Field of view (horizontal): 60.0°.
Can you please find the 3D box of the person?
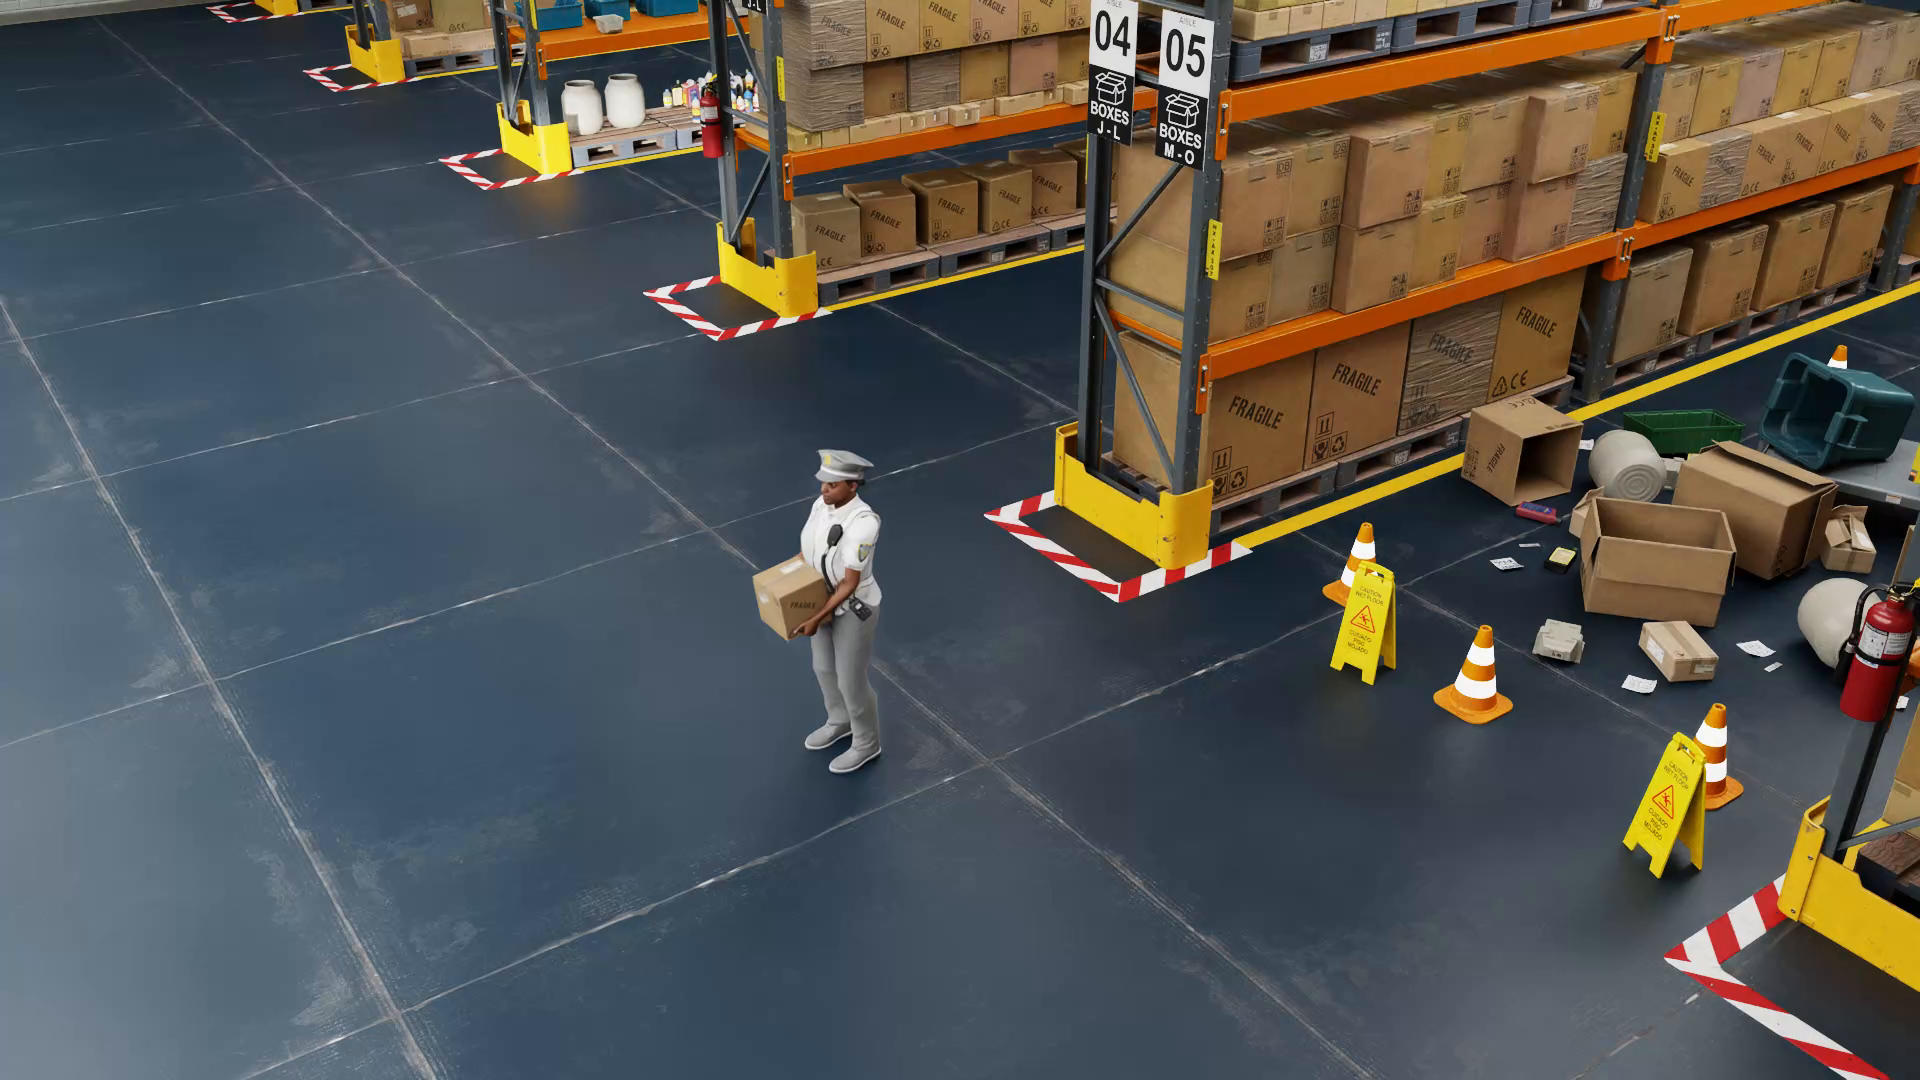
[{"bbox_3d":[-0.572,0.335,8.018,0.396,1.656,0.520,-21,35,-33],"label":"person"}]
